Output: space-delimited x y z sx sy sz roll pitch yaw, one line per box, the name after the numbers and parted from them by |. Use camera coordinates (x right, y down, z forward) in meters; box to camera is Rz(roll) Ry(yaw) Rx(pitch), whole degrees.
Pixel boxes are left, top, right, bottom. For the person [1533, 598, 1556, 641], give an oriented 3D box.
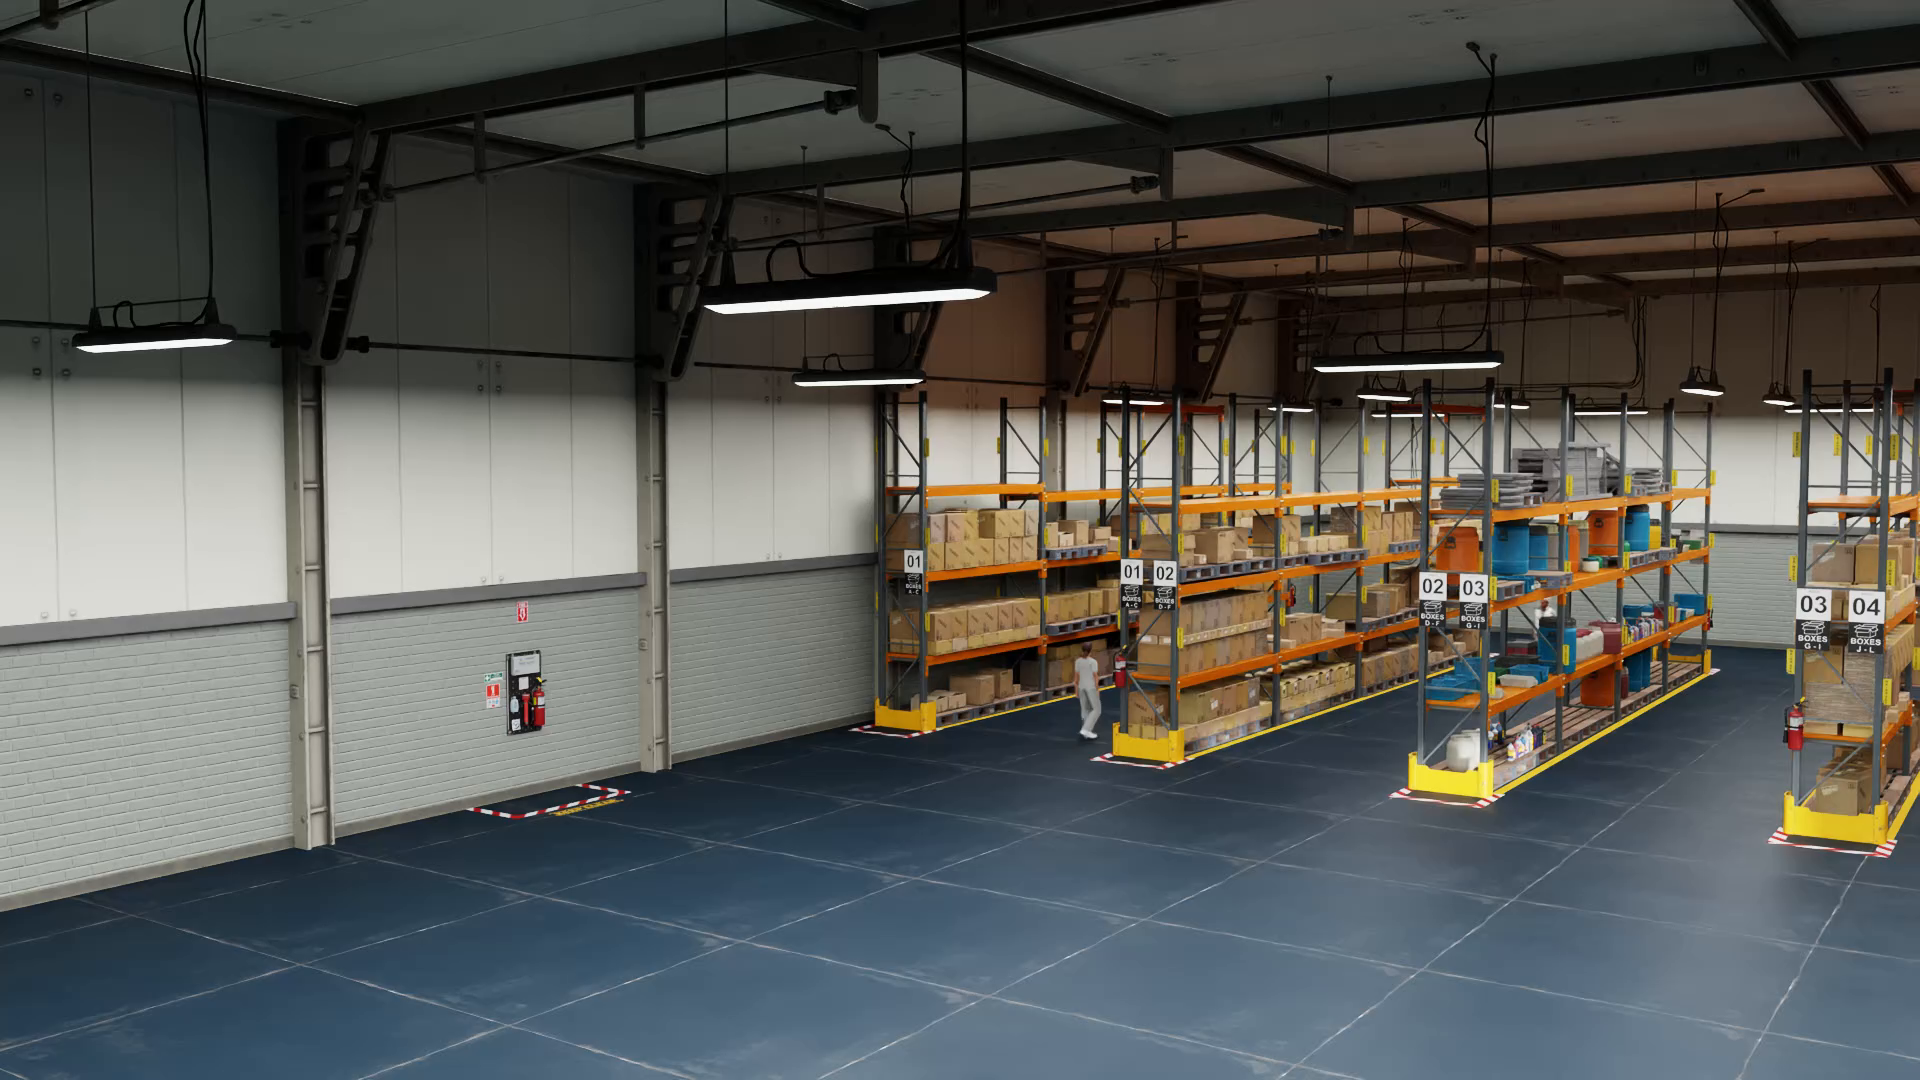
12.982 2.070 36.960 0.538 1.706 1.081 2 4 29 | person

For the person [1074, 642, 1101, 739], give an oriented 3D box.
2.186 2.589 28.558 0.495 1.669 0.520 2 4 33 | person
